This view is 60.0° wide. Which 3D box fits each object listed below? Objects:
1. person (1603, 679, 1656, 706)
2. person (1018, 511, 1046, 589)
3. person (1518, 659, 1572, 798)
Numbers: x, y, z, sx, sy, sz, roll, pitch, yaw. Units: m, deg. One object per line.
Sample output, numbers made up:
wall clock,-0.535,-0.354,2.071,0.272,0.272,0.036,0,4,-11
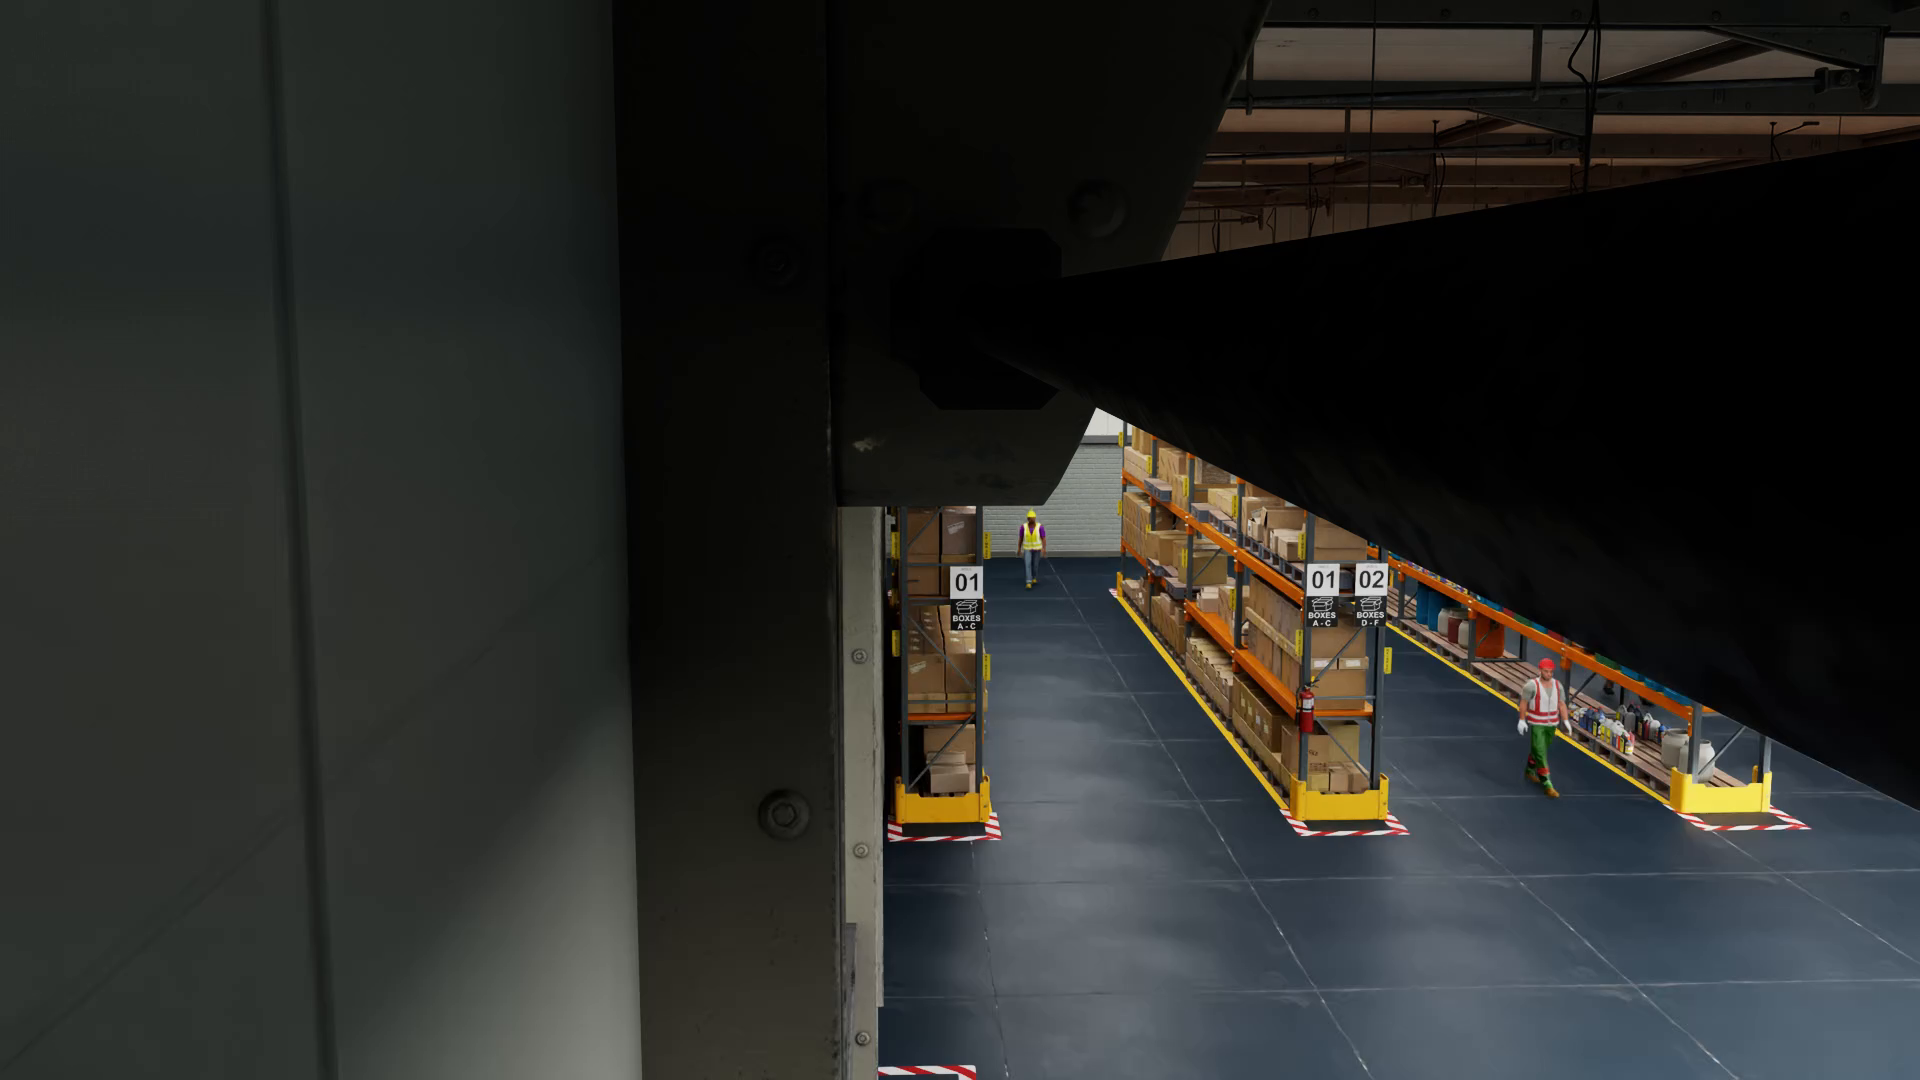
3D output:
person,10.747,1.766,26.546,0.575,1.682,1.017,-2,8,-12
person,1.623,0.209,37.469,0.627,1.708,1.085,0,8,0
person,7.652,2.410,21.694,0.550,1.737,1.020,-2,8,-11
